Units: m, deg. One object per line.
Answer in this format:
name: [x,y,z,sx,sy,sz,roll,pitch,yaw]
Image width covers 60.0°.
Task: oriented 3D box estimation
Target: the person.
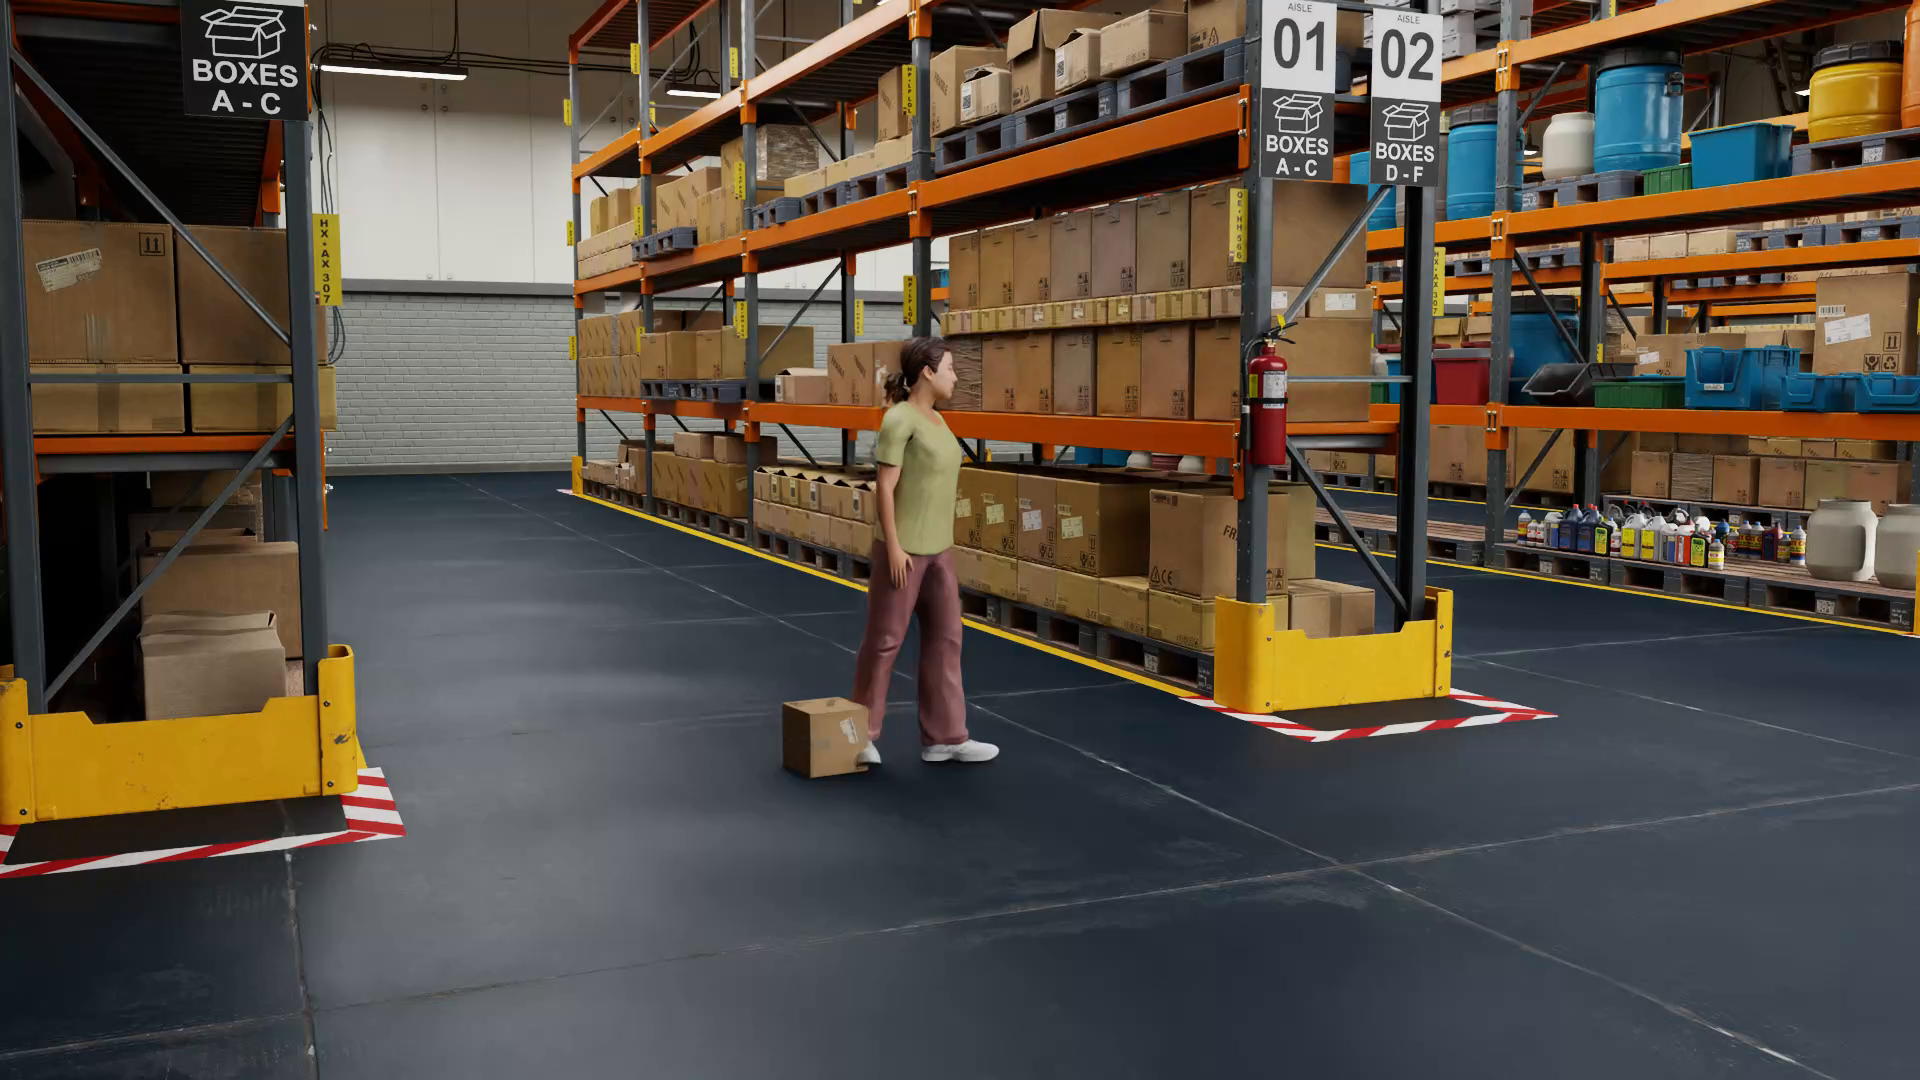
person: [-0.181,0.046,6.466,0.559,1.670,0.493,3,6,29]
